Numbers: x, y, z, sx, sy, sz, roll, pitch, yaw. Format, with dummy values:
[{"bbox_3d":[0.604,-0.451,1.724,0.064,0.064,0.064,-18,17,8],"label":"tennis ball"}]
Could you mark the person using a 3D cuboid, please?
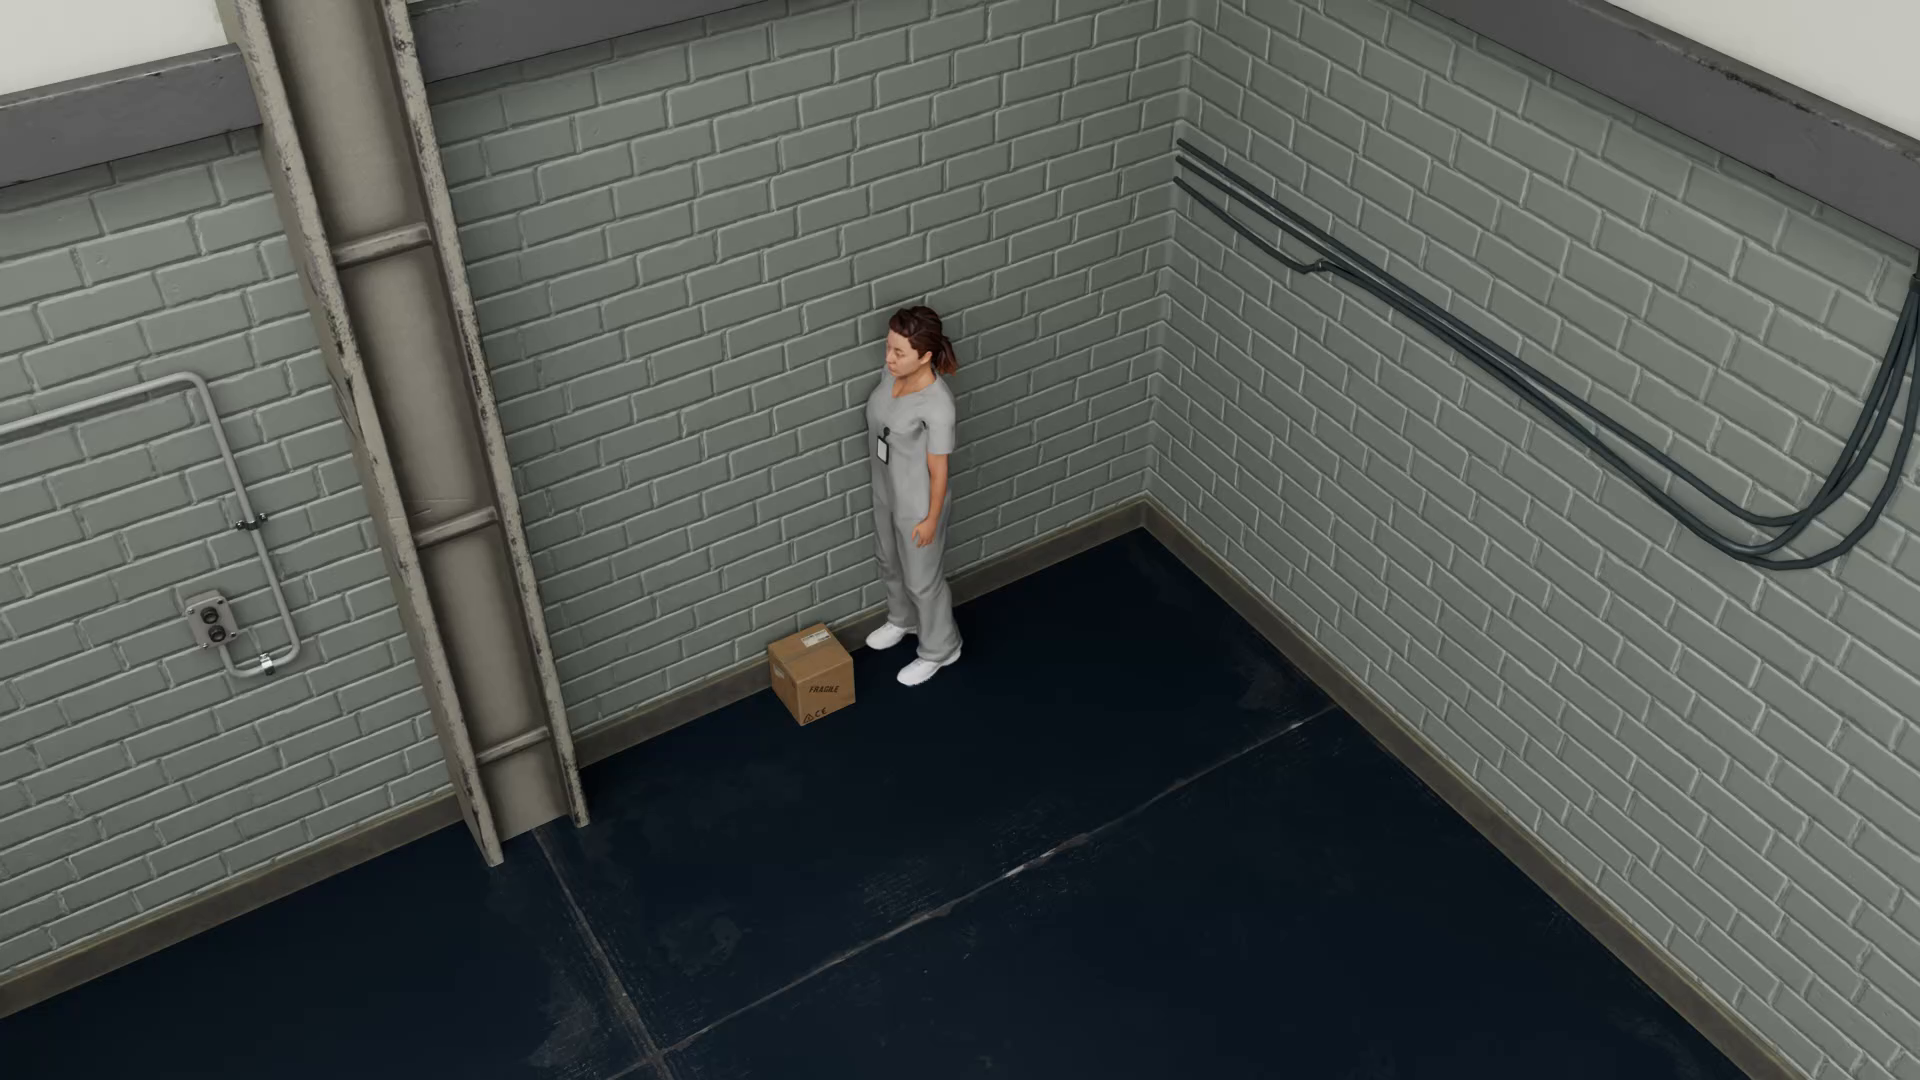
[{"bbox_3d":[-0.172,-0.167,6.364,0.358,1.674,0.435,-22,45,-23],"label":"person"}]
